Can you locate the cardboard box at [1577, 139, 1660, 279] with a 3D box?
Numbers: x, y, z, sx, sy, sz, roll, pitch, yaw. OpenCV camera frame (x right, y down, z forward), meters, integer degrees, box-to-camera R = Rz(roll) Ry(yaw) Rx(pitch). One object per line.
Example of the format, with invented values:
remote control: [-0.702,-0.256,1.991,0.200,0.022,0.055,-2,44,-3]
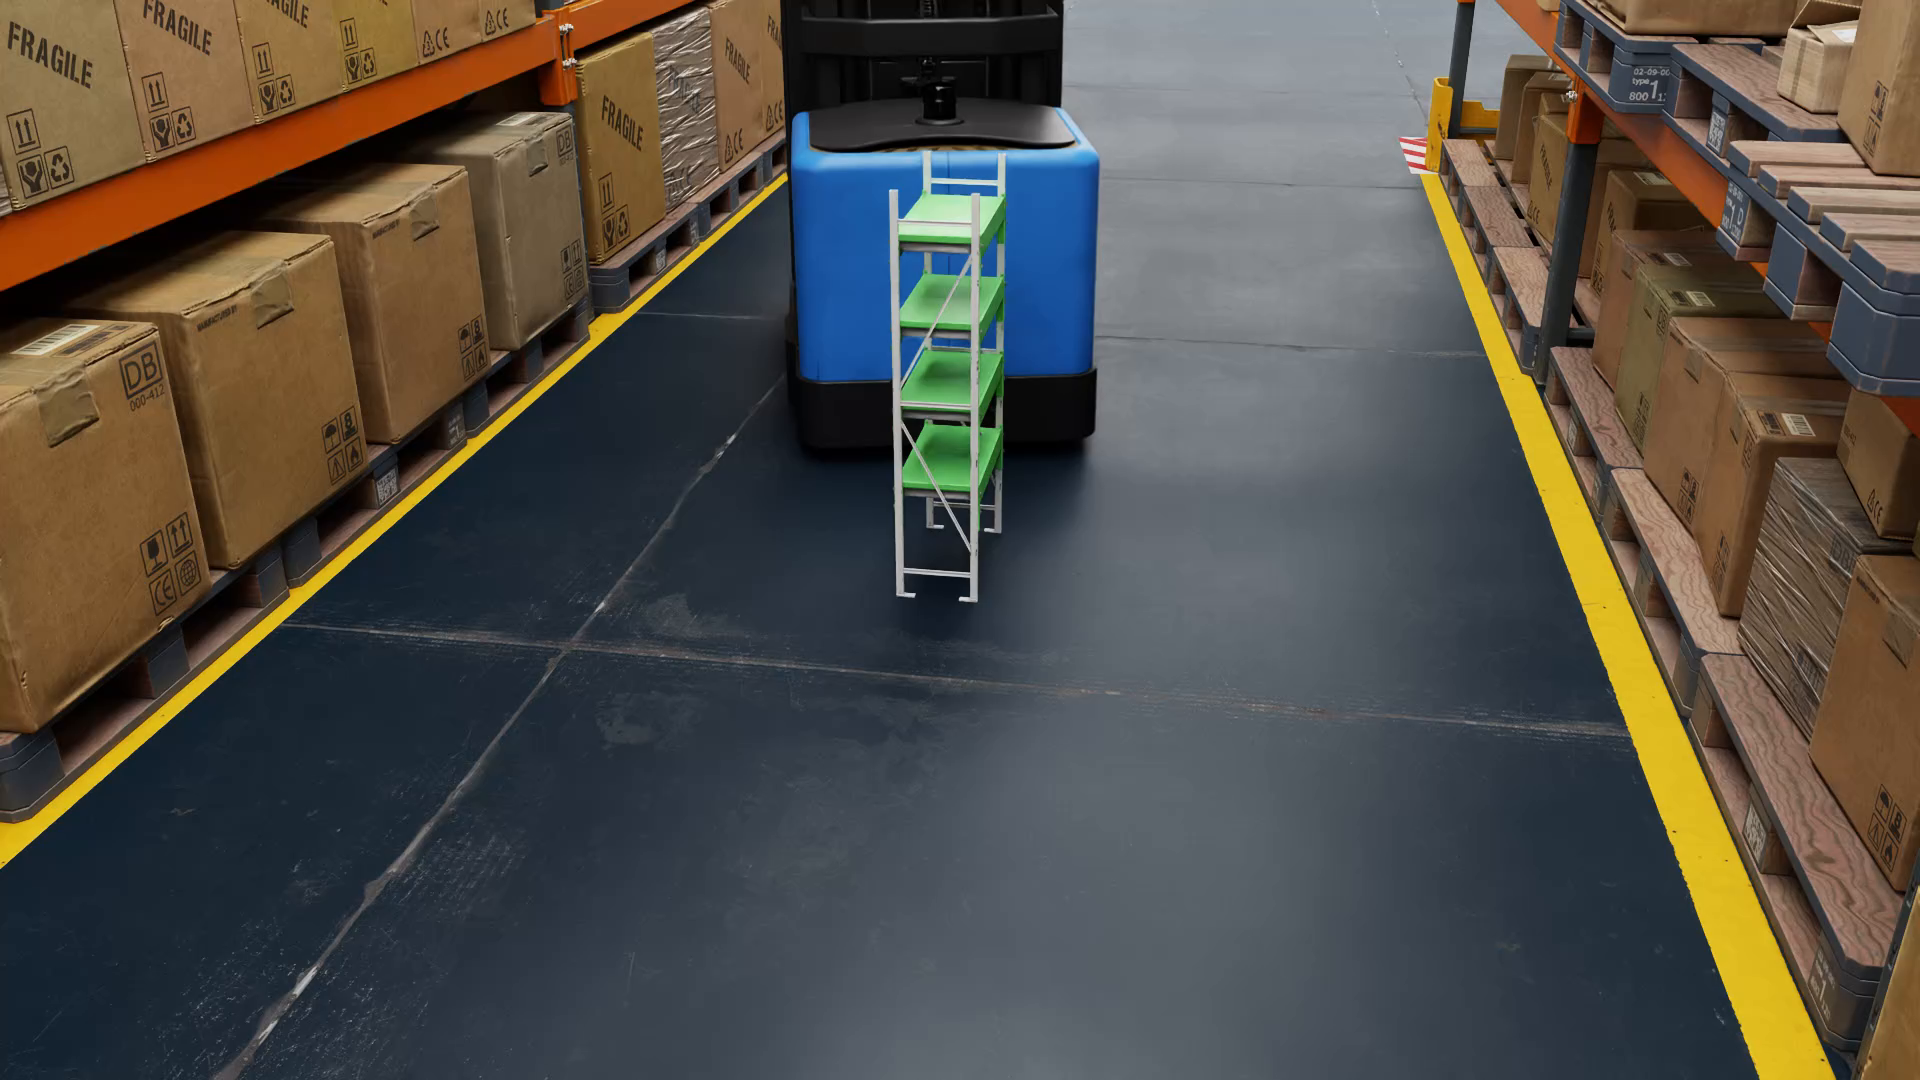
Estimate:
cardboard box: [2.959,-1.411,7.180,0.500,0.500,0.500,13,28,25]

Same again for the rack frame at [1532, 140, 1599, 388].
rack frame: [2.768,-1.949,5.875,1.000,3.000,0.127,4,25,9]

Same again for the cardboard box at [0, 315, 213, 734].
cardboard box: [-2.574,-0.081,4.044,1.050,0.750,0.750,4,25,8]

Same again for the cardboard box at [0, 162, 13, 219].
cardboard box: [-2.423,-0.876,3.465,0.500,0.500,0.500,4,25,9]

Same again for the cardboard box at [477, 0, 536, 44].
cardboard box: [-1.930,-2.143,6.172,0.500,0.500,0.500,4,25,8]

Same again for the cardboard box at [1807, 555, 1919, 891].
cardboard box: [2.204,0.375,3.339,0.700,0.500,0.500,3,25,6]

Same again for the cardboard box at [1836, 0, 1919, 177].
cardboard box: [2.156,-0.980,3.193,0.700,0.500,0.500,8,26,16]

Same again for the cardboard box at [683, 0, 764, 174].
cardboard box: [-1.642,-2.579,9.233,0.875,0.875,0.875,4,25,8]

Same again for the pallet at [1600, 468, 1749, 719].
pallet: [2.445,0.152,4.677,1.003,0.211,1.213,4,25,9]

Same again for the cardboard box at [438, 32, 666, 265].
cardboard box: [-1.937,-1.821,7.612,0.875,0.875,0.875,4,25,9]

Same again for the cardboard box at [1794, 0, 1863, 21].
cardboard box: [2.576,-1.454,4.201,0.797,0.503,0.637,7,26,14]

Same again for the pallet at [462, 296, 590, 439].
pallet: [-2.160,-0.744,6.590,1.003,0.211,1.213,4,25,9]

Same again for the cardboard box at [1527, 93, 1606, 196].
cardboard box: [3.118,-1.907,8.239,0.500,0.500,0.500,6,26,13]

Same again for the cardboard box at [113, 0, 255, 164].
cardboard box: [-2.259,-1.300,4.371,0.500,0.500,0.500,4,25,8]

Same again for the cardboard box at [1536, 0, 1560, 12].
cardboard box: [2.595,-2.262,6.840,0.380,0.149,0.250,4,25,9]

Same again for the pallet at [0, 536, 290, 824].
pallet: [-2.559,0.277,4.410,1.003,0.211,1.213,4,25,9]

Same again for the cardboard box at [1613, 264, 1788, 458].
cardboard box: [2.550,-0.562,5.343,0.700,0.500,0.500,4,25,8]

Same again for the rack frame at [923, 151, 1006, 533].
rack frame: [0.013,-0.576,5.066,0.240,1.200,0.015,4,25,9]

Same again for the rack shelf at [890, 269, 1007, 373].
rack shelf: [-0.027,-0.634,4.773,0.258,0.148,0.480,4,25,9]

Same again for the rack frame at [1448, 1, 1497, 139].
rack frame: [3.422,-3.622,9.449,1.000,3.000,0.127,4,25,9]

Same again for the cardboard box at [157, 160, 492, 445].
cardboard box: [-2.283,-0.837,5.658,1.050,0.750,0.750,4,25,9]

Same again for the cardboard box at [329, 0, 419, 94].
cardboard box: [-2.095,-1.720,5.269,0.500,0.500,0.500,4,25,9]

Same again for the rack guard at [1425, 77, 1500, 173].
rack guard: [3.409,-2.458,9.911,1.175,0.500,0.348,4,25,9]

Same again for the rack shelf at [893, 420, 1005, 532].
rack shelf: [-0.027,-0.199,4.977,0.258,0.148,0.480,4,25,9]

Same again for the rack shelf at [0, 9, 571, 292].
rack shelf: [-2.435,-1.172,5.065,1.077,0.370,4.000,4,25,9]

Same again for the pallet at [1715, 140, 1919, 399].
pallet: [2.126,-0.494,2.994,1.213,0.211,1.003,4,25,9]

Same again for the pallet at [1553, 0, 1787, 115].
pallet: [2.500,-1.552,5.254,1.003,0.211,1.213,4,25,9]

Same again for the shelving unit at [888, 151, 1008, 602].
shelving unit: [-0.027,-0.474,4.848,0.258,1.200,0.503,4,25,9]

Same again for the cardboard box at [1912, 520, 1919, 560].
cardboard box: [2.194,0.035,3.182,0.500,0.250,0.500,5,26,11]

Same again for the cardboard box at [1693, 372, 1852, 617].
cardboard box: [2.368,-0.095,4.344,0.700,0.500,0.500,6,26,13]

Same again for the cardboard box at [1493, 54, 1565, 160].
cardboard box: [3.303,-2.420,9.334,0.500,0.500,0.500,9,27,18]

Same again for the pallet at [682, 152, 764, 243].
pallet: [-1.710,-1.896,9.052,1.003,0.211,1.213,4,25,9]

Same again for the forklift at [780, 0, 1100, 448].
forklift: [-0.168,-2.235,6.567,1.130,2.935,3.031,-2,25,-5]

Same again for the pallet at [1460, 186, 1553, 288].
pallet: [3.040,-1.481,8.165,1.003,0.211,1.213,4,25,9]

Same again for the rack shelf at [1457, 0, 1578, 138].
rack shelf: [3.095,-2.459,7.815,1.077,0.370,4.000,4,25,9]
